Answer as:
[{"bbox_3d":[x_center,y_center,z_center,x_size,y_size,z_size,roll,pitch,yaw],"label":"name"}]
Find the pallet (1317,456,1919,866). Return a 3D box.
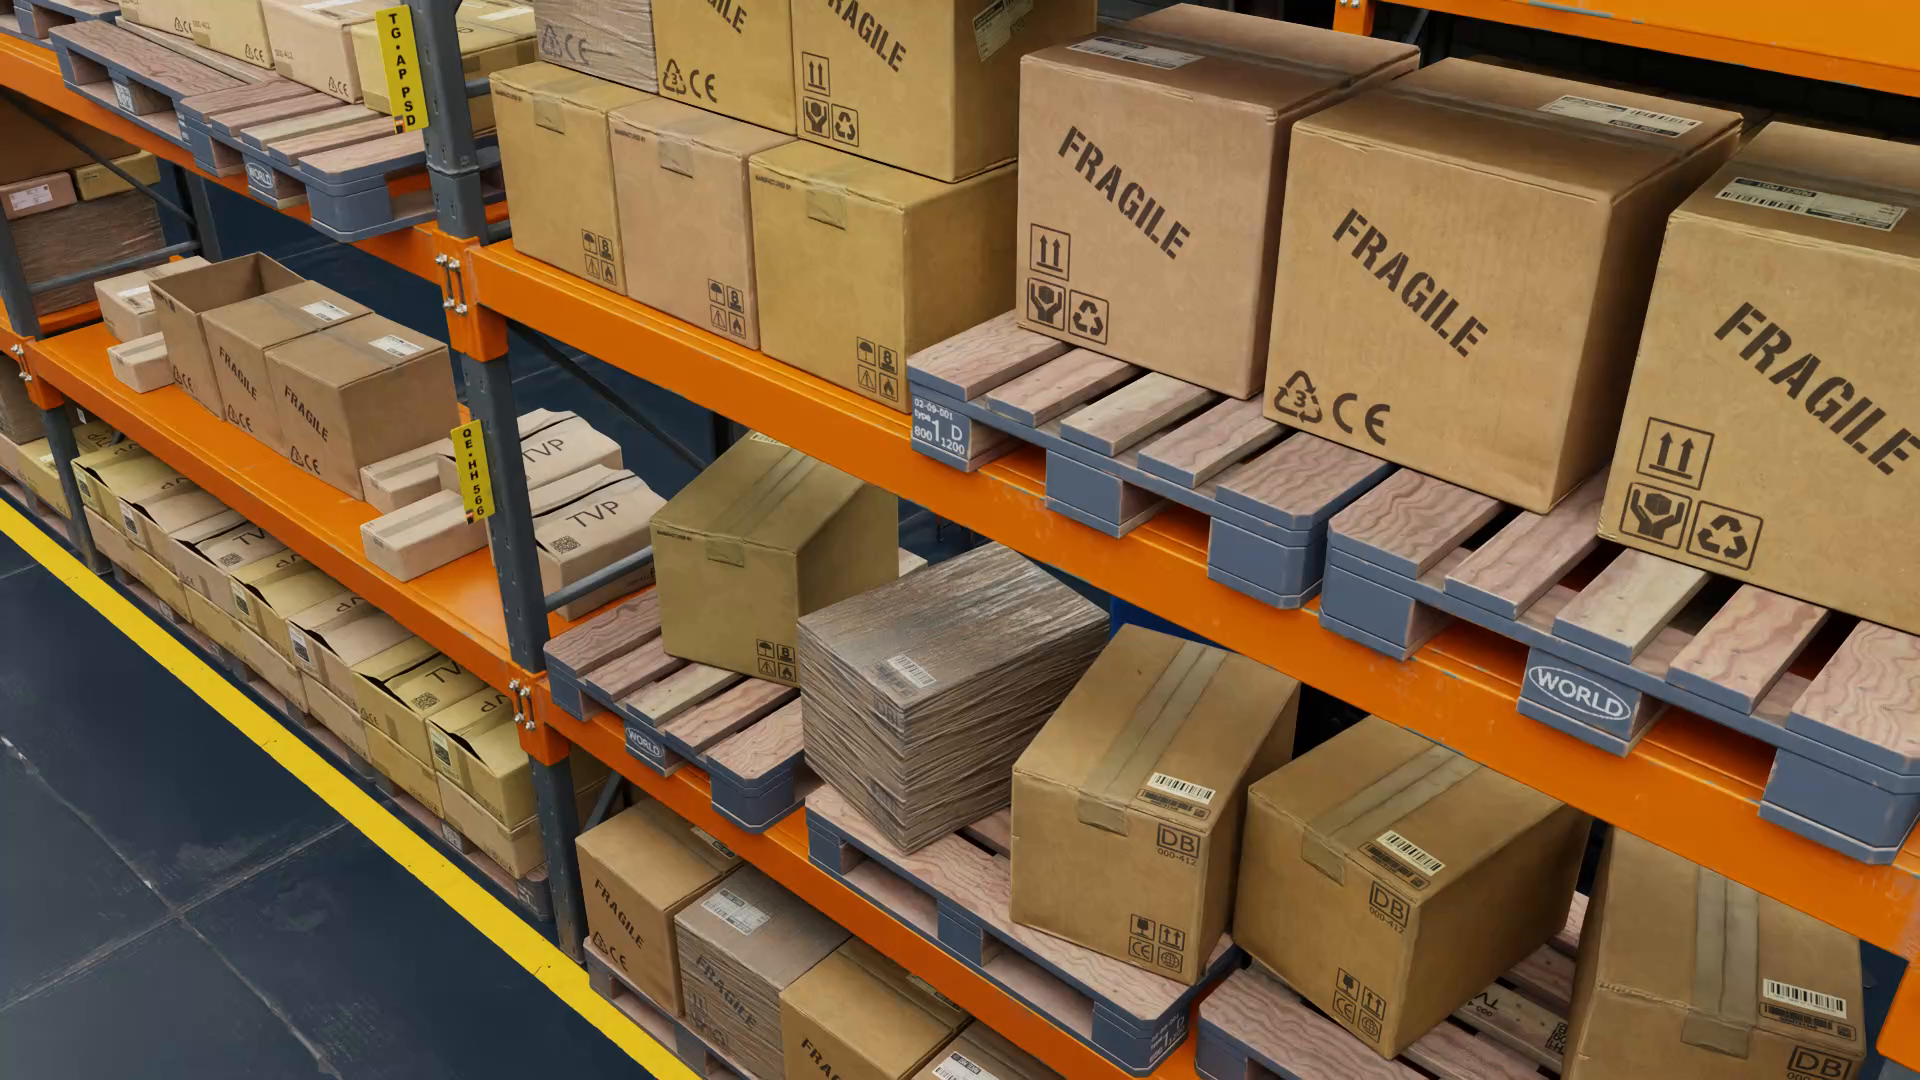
[{"bbox_3d":[1.419,0.005,3.107,1.003,0.211,1.213,25,39,35],"label":"pallet"}]

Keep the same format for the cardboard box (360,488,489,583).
[{"bbox_3d":[-1.962,-0.020,6.119,0.250,0.149,0.380,25,39,35],"label":"cardboard box"}]

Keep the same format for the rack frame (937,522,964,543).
[{"bbox_3d":[-0.051,-0.473,8.519,0.008,1.050,0.200,25,39,35],"label":"rack frame"}]

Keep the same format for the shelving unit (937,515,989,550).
[{"bbox_3d":[0.040,-0.431,8.448,0.252,1.050,0.215,25,39,35],"label":"shelving unit"}]

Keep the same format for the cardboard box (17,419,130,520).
[{"bbox_3d":[-4.566,-0.385,8.741,0.500,0.250,0.500,25,39,35],"label":"cardboard box"}]

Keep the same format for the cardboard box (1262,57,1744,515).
[{"bbox_3d":[1.021,-0.514,3.186,0.600,0.600,0.600,25,39,35],"label":"cardboard box"}]

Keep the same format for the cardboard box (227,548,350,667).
[{"bbox_3d":[-2.796,0.221,7.189,0.500,0.311,0.500,26,40,36],"label":"cardboard box"}]

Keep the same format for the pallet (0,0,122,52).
[{"bbox_3d":[-3.413,-2.209,6.789,1.217,0.209,0.805,23,38,33],"label":"pallet"}]

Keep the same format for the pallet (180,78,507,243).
[{"bbox_3d":[-1.673,-1.327,5.321,1.003,0.211,1.213,27,40,37],"label":"pallet"}]

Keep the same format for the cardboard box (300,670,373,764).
[{"bbox_3d":[-2.419,0.635,7.046,0.500,0.250,0.500,26,40,36],"label":"cardboard box"}]

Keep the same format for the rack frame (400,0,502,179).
[{"bbox_3d":[-1.110,-2.492,4.165,0.127,3.000,1.000,25,39,35],"label":"rack frame"}]

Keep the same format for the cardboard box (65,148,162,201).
[{"bbox_3d":[-4.145,-1.794,8.096,0.250,0.149,0.380,25,39,35],"label":"cardboard box"}]

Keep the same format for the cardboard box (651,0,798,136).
[{"bbox_3d":[-0.413,-1.349,4.107,0.500,0.500,0.500,25,39,35],"label":"cardboard box"}]

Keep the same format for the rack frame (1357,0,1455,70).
[{"bbox_3d":[2.211,-1.818,8.861,0.127,3.000,1.000,25,39,35],"label":"rack frame"}]

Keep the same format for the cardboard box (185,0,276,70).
[{"bbox_3d":[-2.301,-1.835,5.720,0.500,0.250,0.500,24,39,34],"label":"cardboard box"}]

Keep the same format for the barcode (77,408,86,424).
[{"bbox_3d":[-4.166,-0.588,7.884,0.075,0.075,0.001,25,39,35],"label":"barcode"}]

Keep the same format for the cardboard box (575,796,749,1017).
[{"bbox_3d":[-0.964,1.227,5.800,0.500,0.500,0.500,27,40,37],"label":"cardboard box"}]

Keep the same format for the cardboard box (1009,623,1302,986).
[{"bbox_3d":[0.504,0.652,4.255,0.500,0.500,0.700,15,34,23],"label":"cardboard box"}]

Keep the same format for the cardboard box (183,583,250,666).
[{"bbox_3d":[-3.179,0.281,7.633,0.500,0.250,0.500,24,38,34],"label":"cardboard box"}]

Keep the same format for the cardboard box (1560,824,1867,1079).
[{"bbox_3d":[1.655,0.990,3.693,0.500,0.500,0.700,12,33,19],"label":"cardboard box"}]

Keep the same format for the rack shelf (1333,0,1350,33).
[{"bbox_3d":[0.728,-3.487,9.423,4.000,0.370,1.077,25,39,35],"label":"rack shelf"}]

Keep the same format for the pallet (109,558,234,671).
[{"bbox_3d":[-3.503,0.128,8.332,1.213,0.211,1.003,25,39,35],"label":"pallet"}]

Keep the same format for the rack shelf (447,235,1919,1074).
[{"bbox_3d":[0.373,-0.207,3.975,4.000,0.370,1.077,25,39,35],"label":"rack shelf"}]

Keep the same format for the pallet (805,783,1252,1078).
[{"bbox_3d":[0.335,0.831,4.647,1.213,0.211,1.003,25,39,35],"label":"pallet"}]

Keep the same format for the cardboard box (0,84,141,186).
[{"bbox_3d":[-4.409,-2.056,7.903,0.500,0.500,0.700,25,39,35],"label":"cardboard box"}]

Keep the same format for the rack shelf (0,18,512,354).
[{"bbox_3d":[-2.593,-1.591,6.274,4.000,0.370,1.077,25,39,35],"label":"rack shelf"}]

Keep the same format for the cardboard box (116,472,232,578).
[{"bbox_3d":[-3.569,-0.135,7.781,0.500,0.311,0.500,25,39,35],"label":"cardboard box"}]

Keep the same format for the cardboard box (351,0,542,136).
[{"bbox_3d":[-1.484,-1.458,5.094,0.500,0.250,0.500,22,37,32],"label":"cardboard box"}]

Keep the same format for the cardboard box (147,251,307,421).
[{"bbox_3d":[-3.127,-0.895,7.232,0.500,0.500,0.500,-26,40,-36],"label":"cardboard box"}]

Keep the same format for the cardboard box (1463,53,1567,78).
[{"bbox_3d":[2.722,-2.260,8.464,0.500,0.250,0.500,26,40,36],"label":"cardboard box"}]

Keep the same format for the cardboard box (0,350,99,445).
[{"bbox_3d":[-4.929,-0.884,8.842,0.500,0.500,0.500,25,39,35],"label":"cardboard box"}]

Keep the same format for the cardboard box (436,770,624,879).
[{"bbox_3d":[-1.664,0.987,6.461,0.500,0.250,0.500,26,40,36],"label":"cardboard box"}]

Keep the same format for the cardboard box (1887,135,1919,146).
[{"bbox_3d":[4.243,-1.542,7.272,0.500,0.250,0.500,24,38,34],"label":"cardboard box"}]

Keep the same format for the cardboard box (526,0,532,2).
[{"bbox_3d":[-3.208,-4.397,12.545,0.500,0.500,0.500,25,39,35],"label":"cardboard box"}]

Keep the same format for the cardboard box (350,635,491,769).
[{"bbox_3d":[-2.053,0.571,6.608,0.500,0.311,0.500,24,39,34],"label":"cardboard box"}]

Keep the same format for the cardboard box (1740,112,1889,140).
[{"bbox_3d":[3.859,-1.725,7.575,0.500,0.250,0.500,24,38,34],"label":"cardboard box"}]

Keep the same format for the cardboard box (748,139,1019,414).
[{"bbox_3d":[0.000,-0.756,4.091,0.500,0.500,0.910,25,39,35],"label":"cardboard box"}]

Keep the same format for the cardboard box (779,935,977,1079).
[{"bbox_3d":[-0.204,1.582,5.212,0.500,0.500,0.500,24,39,34],"label":"cardboard box"}]

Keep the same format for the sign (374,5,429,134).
[{"bbox_3d":[-1.488,-1.253,4.437,0.005,0.325,0.100,25,39,35],"label":"sign"}]

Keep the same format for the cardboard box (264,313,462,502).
[{"bbox_3d":[-2.365,-0.540,6.641,0.500,0.500,0.500,23,38,33],"label":"cardboard box"}]

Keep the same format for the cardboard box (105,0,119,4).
[{"bbox_3d":[-3.216,-2.301,6.494,0.500,0.250,0.500,21,37,31],"label":"cardboard box"}]

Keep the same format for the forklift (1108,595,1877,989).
[{"bbox_3d":[1.957,-0.021,5.943,1.130,2.935,3.031,-23,38,-34],"label":"forklift"}]

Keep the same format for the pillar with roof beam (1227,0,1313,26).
[{"bbox_3d":[-1.061,-3.522,5.876,0.400,9.000,9.100,25,39,35],"label":"pillar with roof beam"}]

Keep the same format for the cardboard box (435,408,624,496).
[{"bbox_3d":[-1.643,-0.268,6.373,0.500,0.311,0.500,25,39,35],"label":"cardboard box"}]

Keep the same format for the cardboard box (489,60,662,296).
[{"bbox_3d":[-0.764,-1.112,4.684,0.500,0.500,0.910,25,39,35],"label":"cardboard box"}]

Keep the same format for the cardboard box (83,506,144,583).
[{"bbox_3d":[-3.943,-0.074,8.224,0.500,0.250,0.500,24,38,34],"label":"cardboard box"}]

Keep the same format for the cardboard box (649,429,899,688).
[{"bbox_3d":[-0.567,0.030,5.288,0.500,0.500,0.700,12,33,19],"label":"cardboard box"}]

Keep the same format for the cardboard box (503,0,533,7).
[{"bbox_3d":[-3.177,-4.066,12.722,0.500,0.250,0.500,24,38,34],"label":"cardboard box"}]

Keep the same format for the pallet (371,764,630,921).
[{"bbox_3d":[-1.694,0.973,6.930,1.213,0.211,1.003,25,39,35],"label":"pallet"}]
